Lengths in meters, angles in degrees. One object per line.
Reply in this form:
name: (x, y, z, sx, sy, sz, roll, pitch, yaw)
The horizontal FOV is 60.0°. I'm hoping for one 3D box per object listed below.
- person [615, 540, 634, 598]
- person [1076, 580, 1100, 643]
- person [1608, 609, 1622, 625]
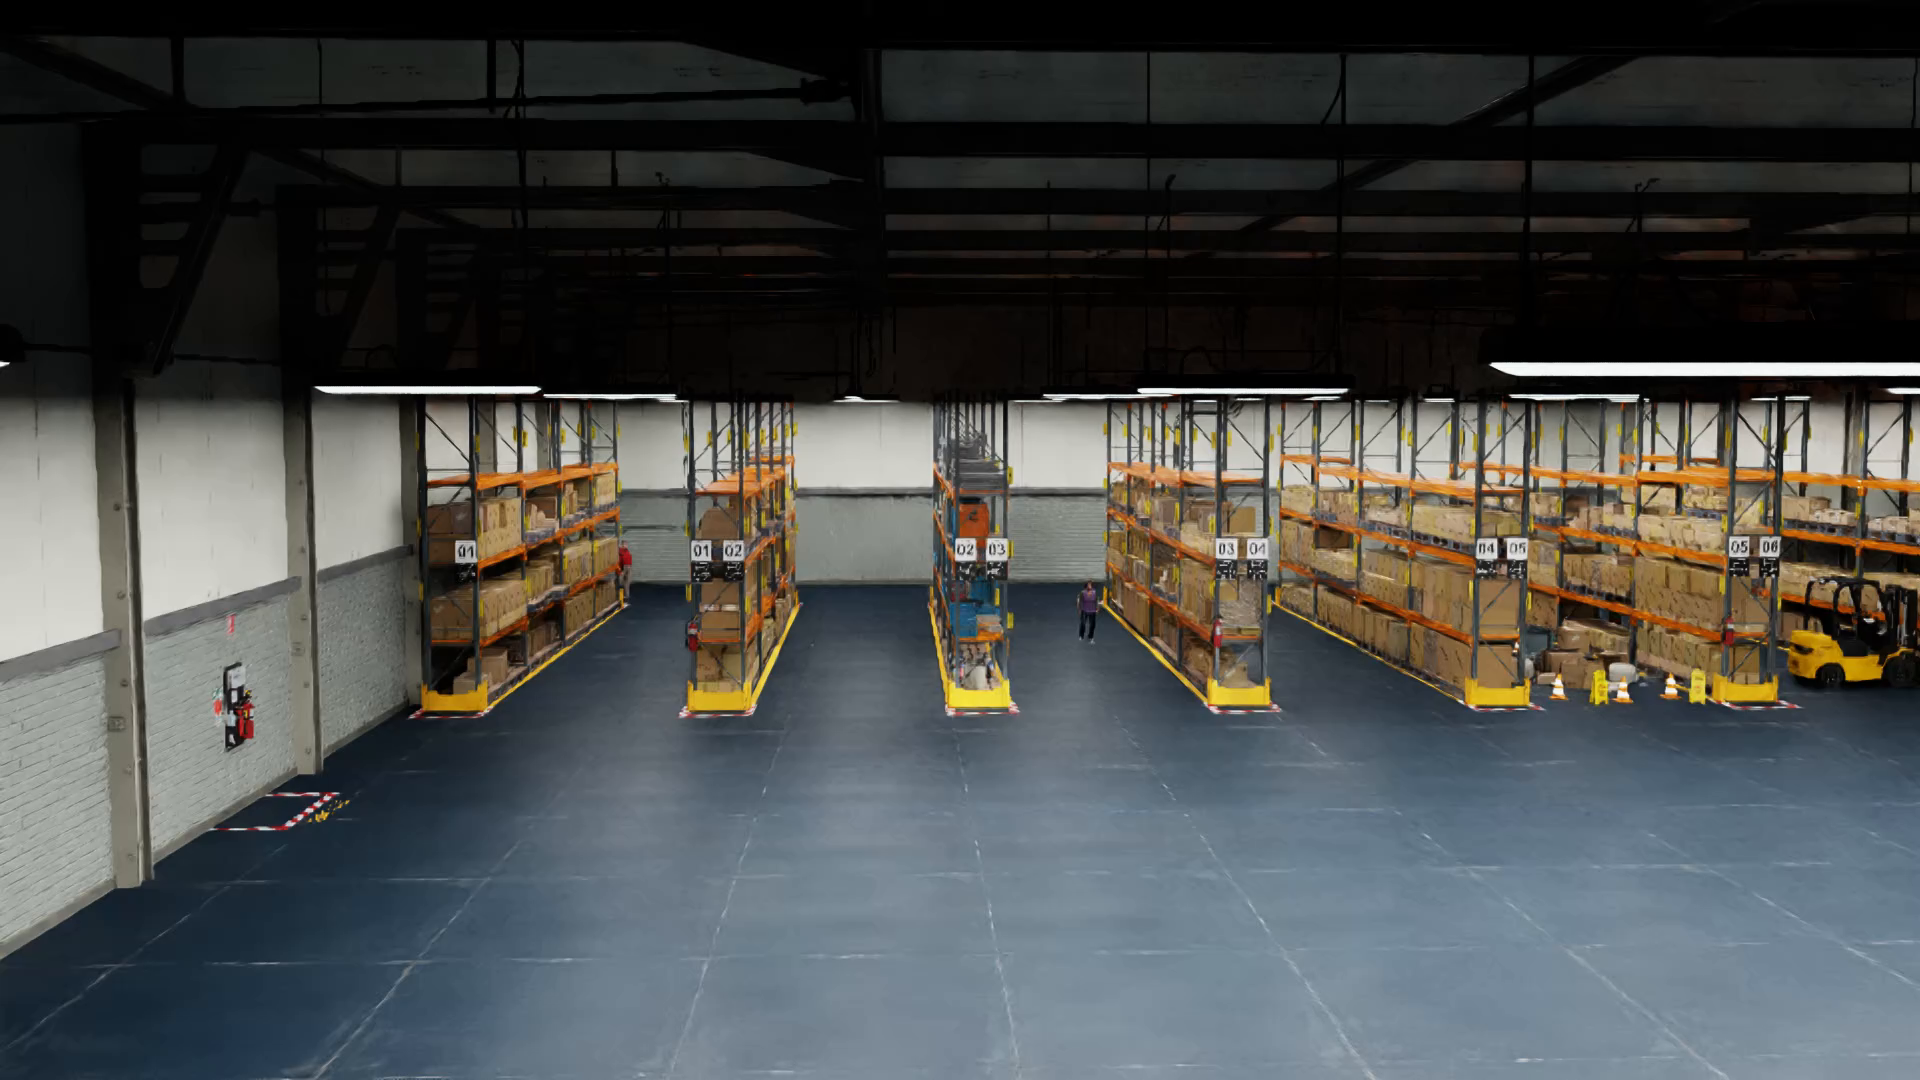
person: (-9.995, 0.875, 48.975, 0.496, 1.724, 0.724, 3, 6, 37)
person: (3.069, 1.707, 39.902, 0.566, 1.541, 0.519, 0, 5, -4)
person: (16.418, 1.399, 41.908, 0.577, 1.785, 0.655, 3, 5, 30)
